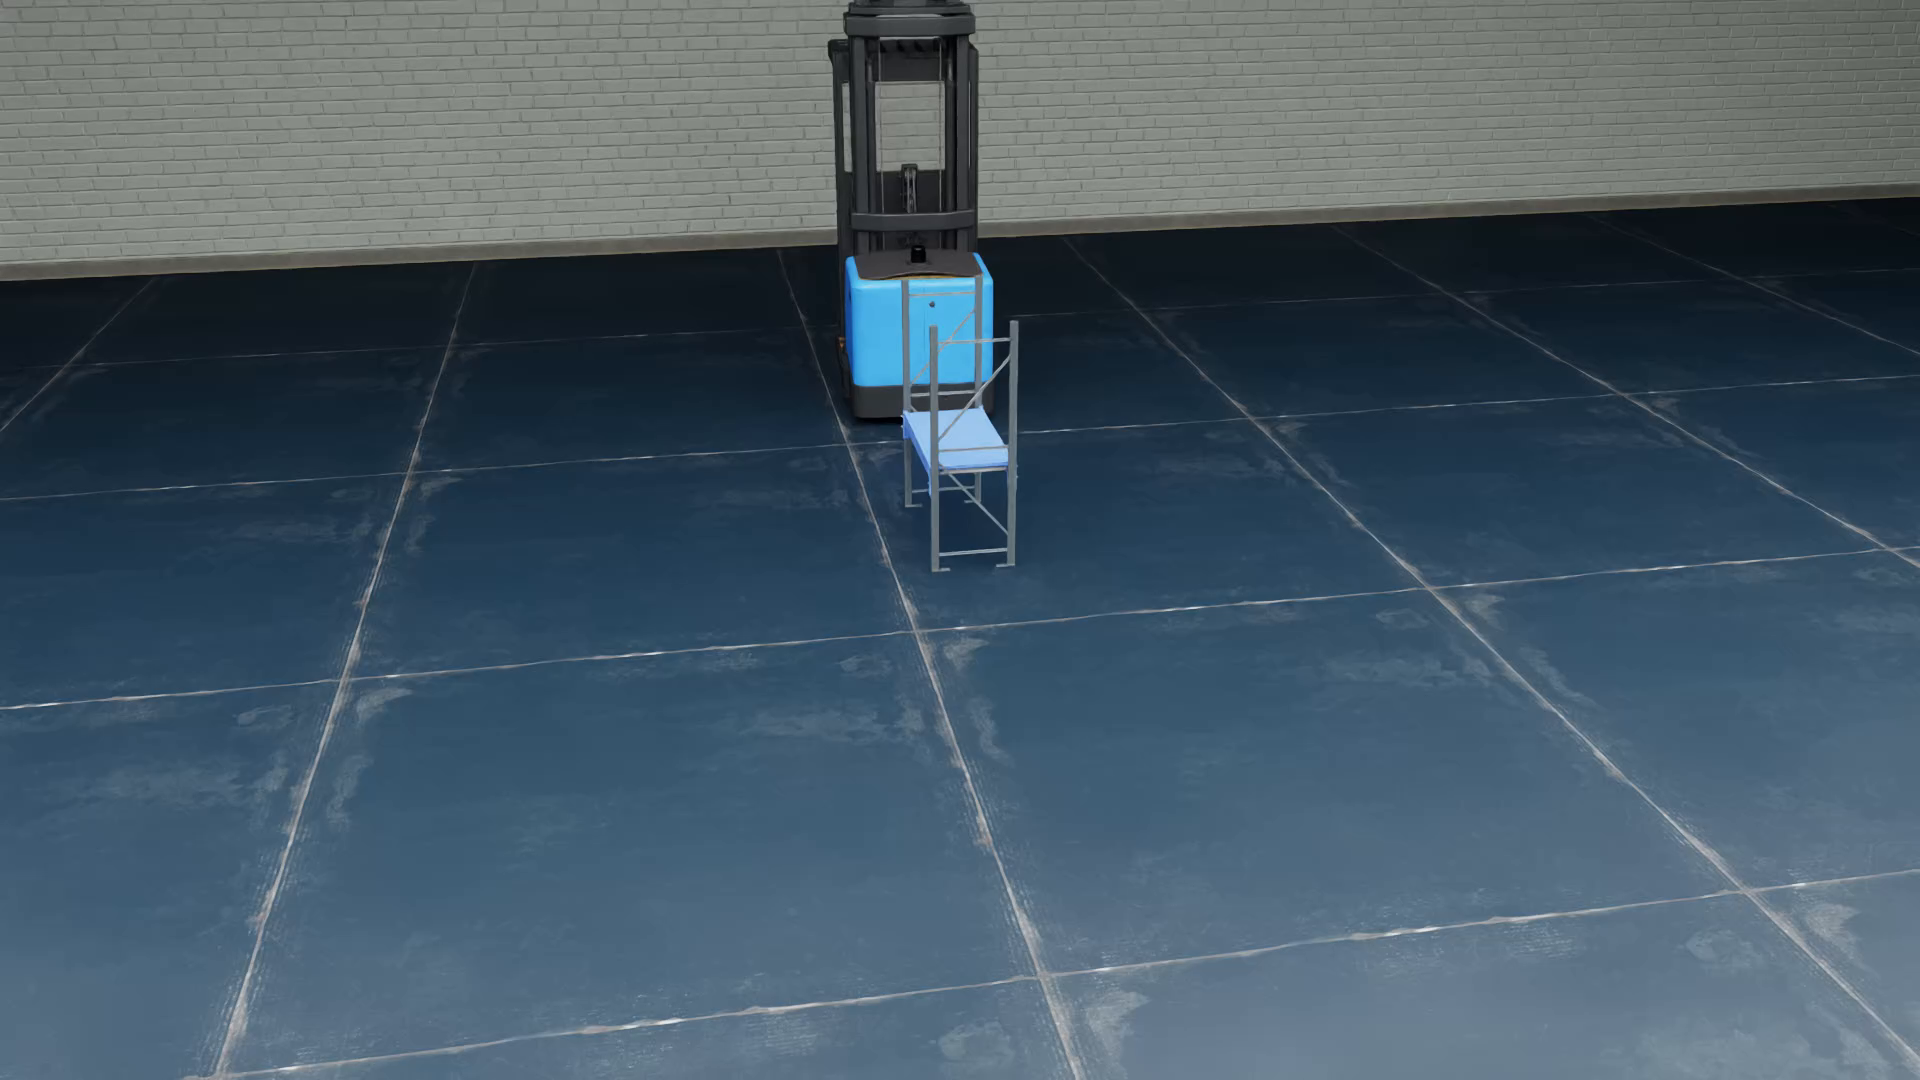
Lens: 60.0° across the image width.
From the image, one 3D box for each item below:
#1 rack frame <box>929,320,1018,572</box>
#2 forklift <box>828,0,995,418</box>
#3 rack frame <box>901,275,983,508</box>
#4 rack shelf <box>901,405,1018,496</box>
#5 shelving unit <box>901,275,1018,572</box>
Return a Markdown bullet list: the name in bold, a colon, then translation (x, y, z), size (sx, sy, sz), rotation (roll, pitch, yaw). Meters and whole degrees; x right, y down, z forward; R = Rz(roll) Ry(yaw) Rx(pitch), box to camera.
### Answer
- **rack frame**: translation (0.078, -0.521, 9.569), size (0.500, 1.500, 0.032), rotation (-4, 24, -10)
- **forklift**: translation (-0.436, -2.786, 12.966), size (1.130, 2.935, 3.031), rotation (-3, 24, -6)
- **rack frame**: translation (-0.110, -0.921, 10.484), size (0.500, 1.500, 0.032), rotation (-4, 24, -10)
- **rack shelf**: translation (-0.016, -0.556, 10.099), size (0.538, 0.185, 1.000), rotation (-4, 24, -10)
- **shelving unit**: translation (-0.016, -0.721, 10.027), size (0.538, 1.500, 1.048), rotation (-4, 24, -10)
